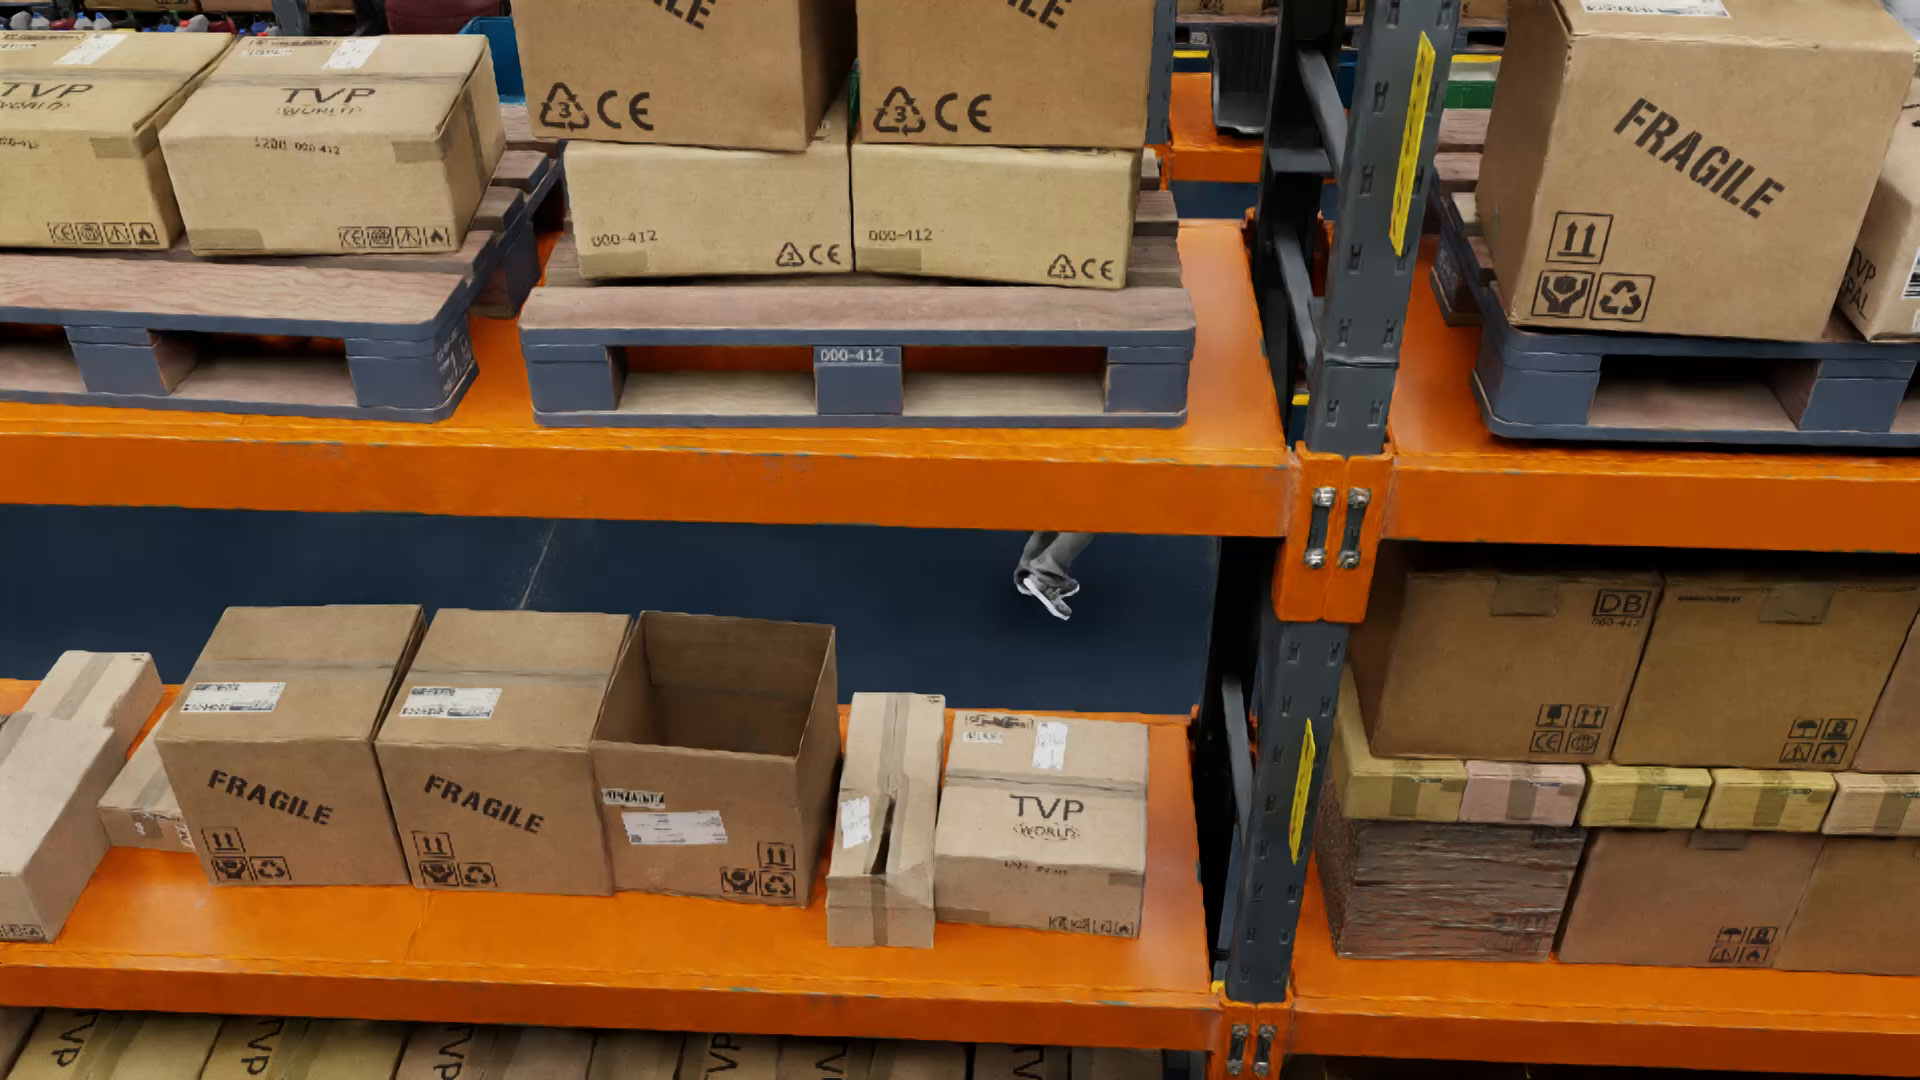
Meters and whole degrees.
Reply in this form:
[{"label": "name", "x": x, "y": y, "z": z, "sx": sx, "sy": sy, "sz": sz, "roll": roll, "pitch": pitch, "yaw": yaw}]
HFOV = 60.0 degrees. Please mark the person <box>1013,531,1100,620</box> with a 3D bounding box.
[{"label": "person", "x": 0.411, "y": -0.400, "z": 6.729, "sx": 0.450, "sy": 1.566, "sz": 0.569, "roll": -6, "pitch": 37, "yaw": -9}]
